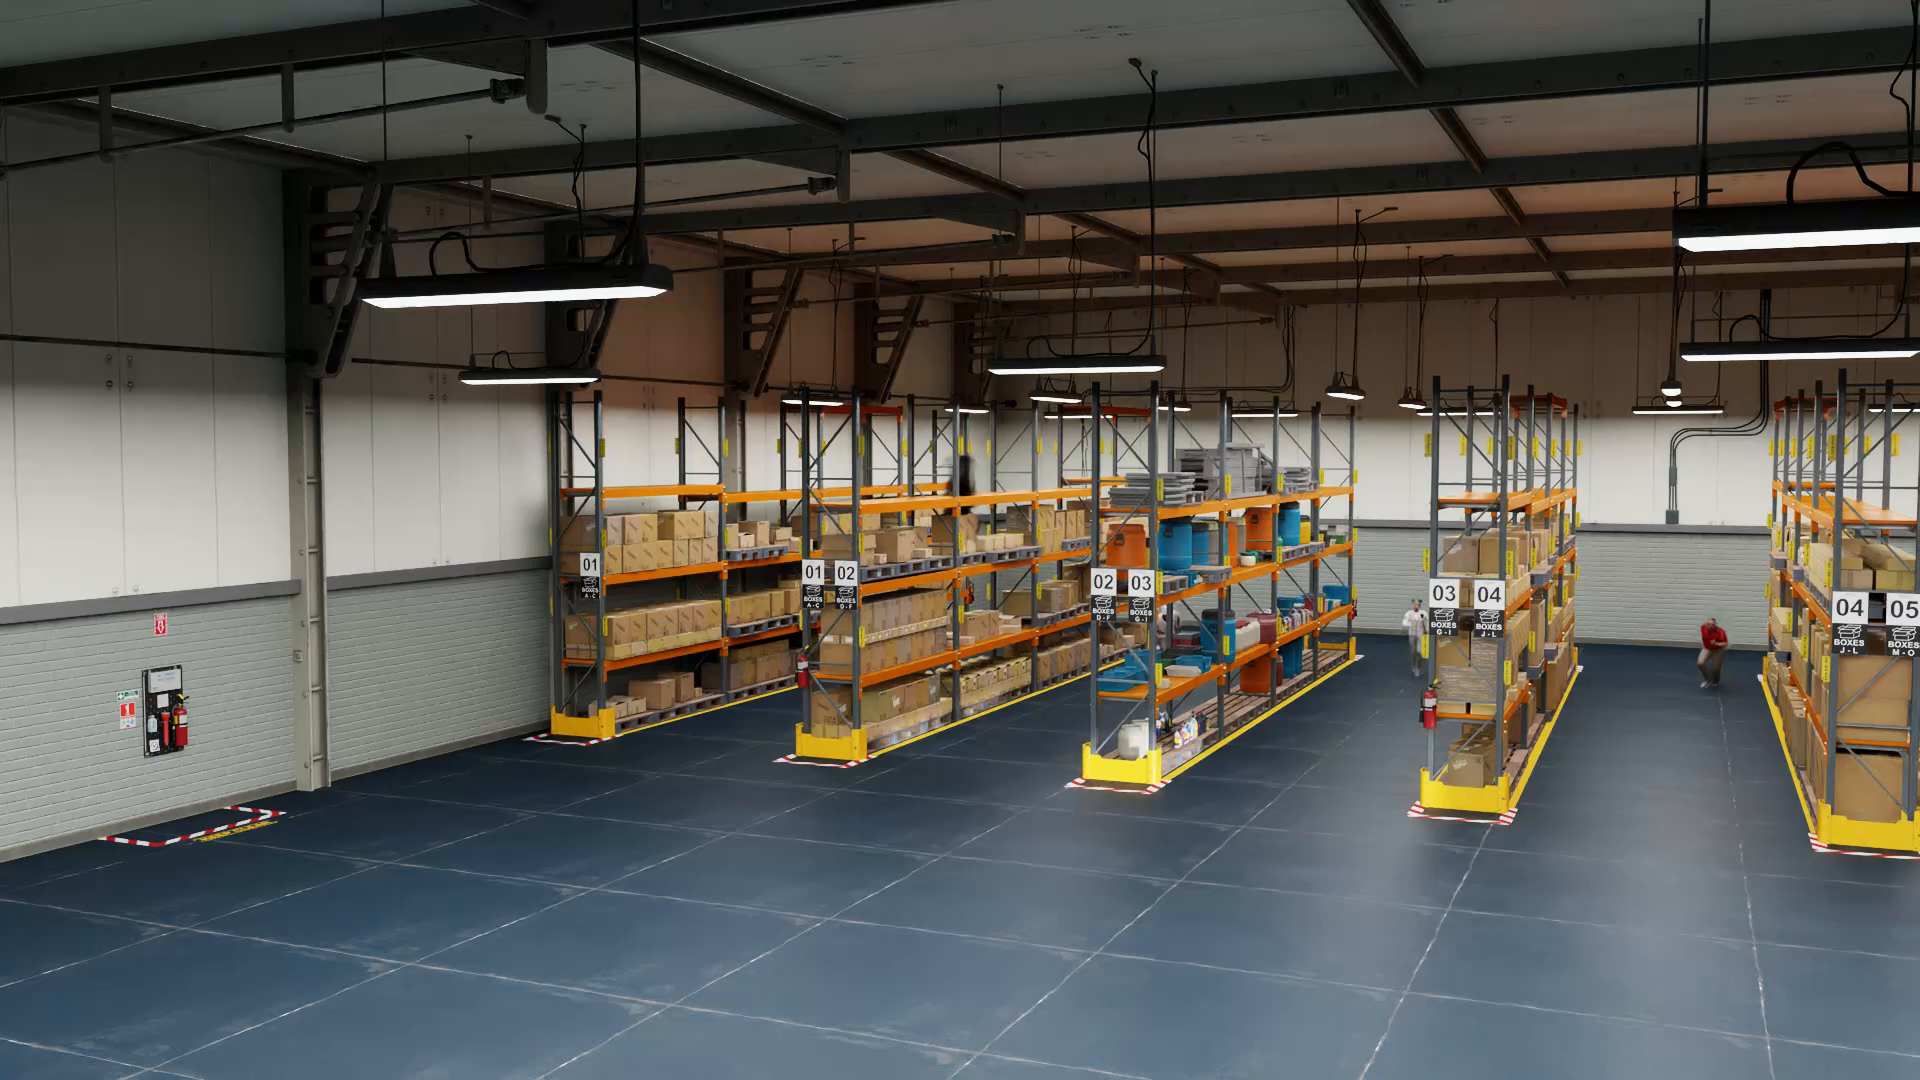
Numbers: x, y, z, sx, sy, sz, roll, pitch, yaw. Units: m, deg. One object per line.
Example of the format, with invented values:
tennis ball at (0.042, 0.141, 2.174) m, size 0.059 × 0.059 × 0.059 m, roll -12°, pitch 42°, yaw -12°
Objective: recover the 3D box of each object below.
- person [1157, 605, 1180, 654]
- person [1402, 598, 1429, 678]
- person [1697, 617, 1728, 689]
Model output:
person at (4.601, 2.189, 37.388) m, size 0.701 × 1.537 × 1.196 m, roll 0°, pitch 3°, yaw -1°
person at (10.030, 2.133, 36.527) m, size 0.592 × 1.740 × 0.845 m, roll 1°, pitch 3°, yaw 22°
person at (15.592, 2.375, 34.411) m, size 0.668 × 1.428 × 1.131 m, roll 3°, pitch 4°, yaw 42°
